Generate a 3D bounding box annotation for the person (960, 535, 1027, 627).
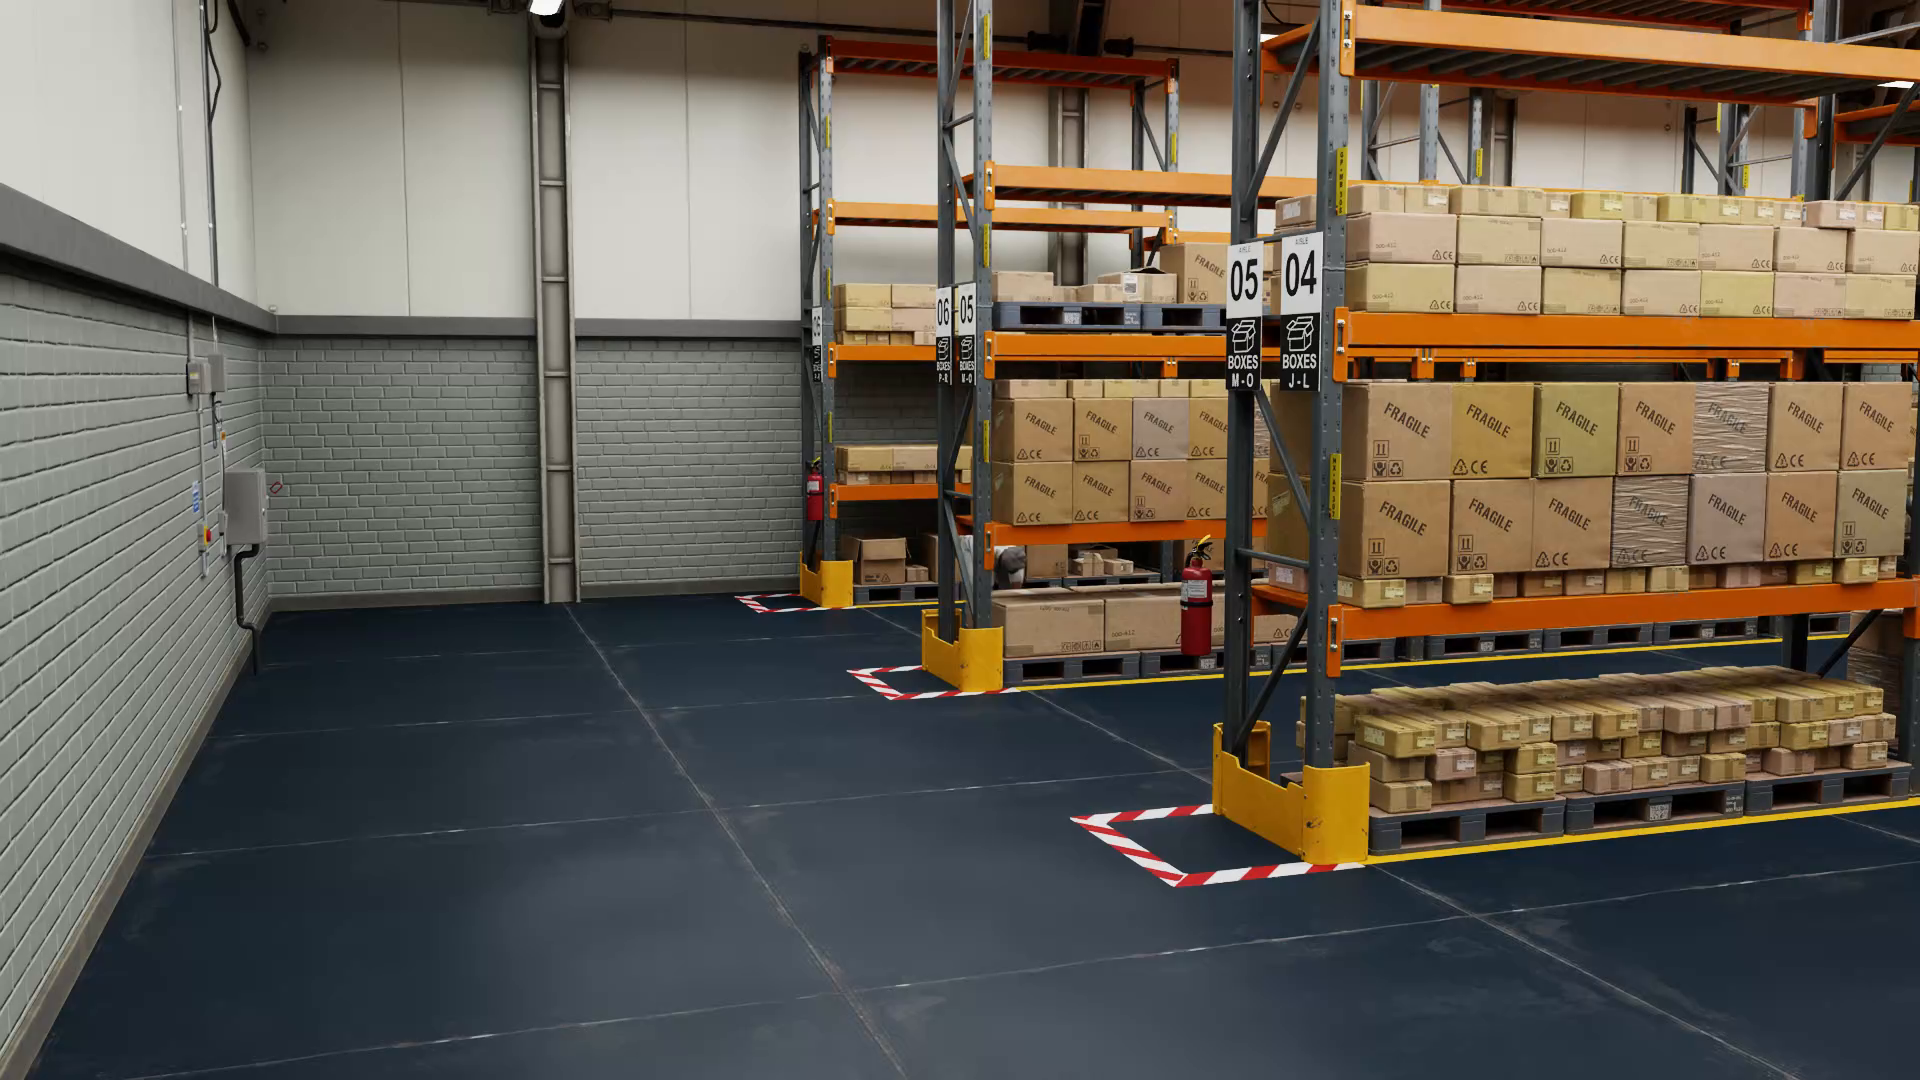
[{"bbox_3d":[0.335,0.385,16.126,0.515,1.020,1.028,-2,6,-22],"label":"person"}]
